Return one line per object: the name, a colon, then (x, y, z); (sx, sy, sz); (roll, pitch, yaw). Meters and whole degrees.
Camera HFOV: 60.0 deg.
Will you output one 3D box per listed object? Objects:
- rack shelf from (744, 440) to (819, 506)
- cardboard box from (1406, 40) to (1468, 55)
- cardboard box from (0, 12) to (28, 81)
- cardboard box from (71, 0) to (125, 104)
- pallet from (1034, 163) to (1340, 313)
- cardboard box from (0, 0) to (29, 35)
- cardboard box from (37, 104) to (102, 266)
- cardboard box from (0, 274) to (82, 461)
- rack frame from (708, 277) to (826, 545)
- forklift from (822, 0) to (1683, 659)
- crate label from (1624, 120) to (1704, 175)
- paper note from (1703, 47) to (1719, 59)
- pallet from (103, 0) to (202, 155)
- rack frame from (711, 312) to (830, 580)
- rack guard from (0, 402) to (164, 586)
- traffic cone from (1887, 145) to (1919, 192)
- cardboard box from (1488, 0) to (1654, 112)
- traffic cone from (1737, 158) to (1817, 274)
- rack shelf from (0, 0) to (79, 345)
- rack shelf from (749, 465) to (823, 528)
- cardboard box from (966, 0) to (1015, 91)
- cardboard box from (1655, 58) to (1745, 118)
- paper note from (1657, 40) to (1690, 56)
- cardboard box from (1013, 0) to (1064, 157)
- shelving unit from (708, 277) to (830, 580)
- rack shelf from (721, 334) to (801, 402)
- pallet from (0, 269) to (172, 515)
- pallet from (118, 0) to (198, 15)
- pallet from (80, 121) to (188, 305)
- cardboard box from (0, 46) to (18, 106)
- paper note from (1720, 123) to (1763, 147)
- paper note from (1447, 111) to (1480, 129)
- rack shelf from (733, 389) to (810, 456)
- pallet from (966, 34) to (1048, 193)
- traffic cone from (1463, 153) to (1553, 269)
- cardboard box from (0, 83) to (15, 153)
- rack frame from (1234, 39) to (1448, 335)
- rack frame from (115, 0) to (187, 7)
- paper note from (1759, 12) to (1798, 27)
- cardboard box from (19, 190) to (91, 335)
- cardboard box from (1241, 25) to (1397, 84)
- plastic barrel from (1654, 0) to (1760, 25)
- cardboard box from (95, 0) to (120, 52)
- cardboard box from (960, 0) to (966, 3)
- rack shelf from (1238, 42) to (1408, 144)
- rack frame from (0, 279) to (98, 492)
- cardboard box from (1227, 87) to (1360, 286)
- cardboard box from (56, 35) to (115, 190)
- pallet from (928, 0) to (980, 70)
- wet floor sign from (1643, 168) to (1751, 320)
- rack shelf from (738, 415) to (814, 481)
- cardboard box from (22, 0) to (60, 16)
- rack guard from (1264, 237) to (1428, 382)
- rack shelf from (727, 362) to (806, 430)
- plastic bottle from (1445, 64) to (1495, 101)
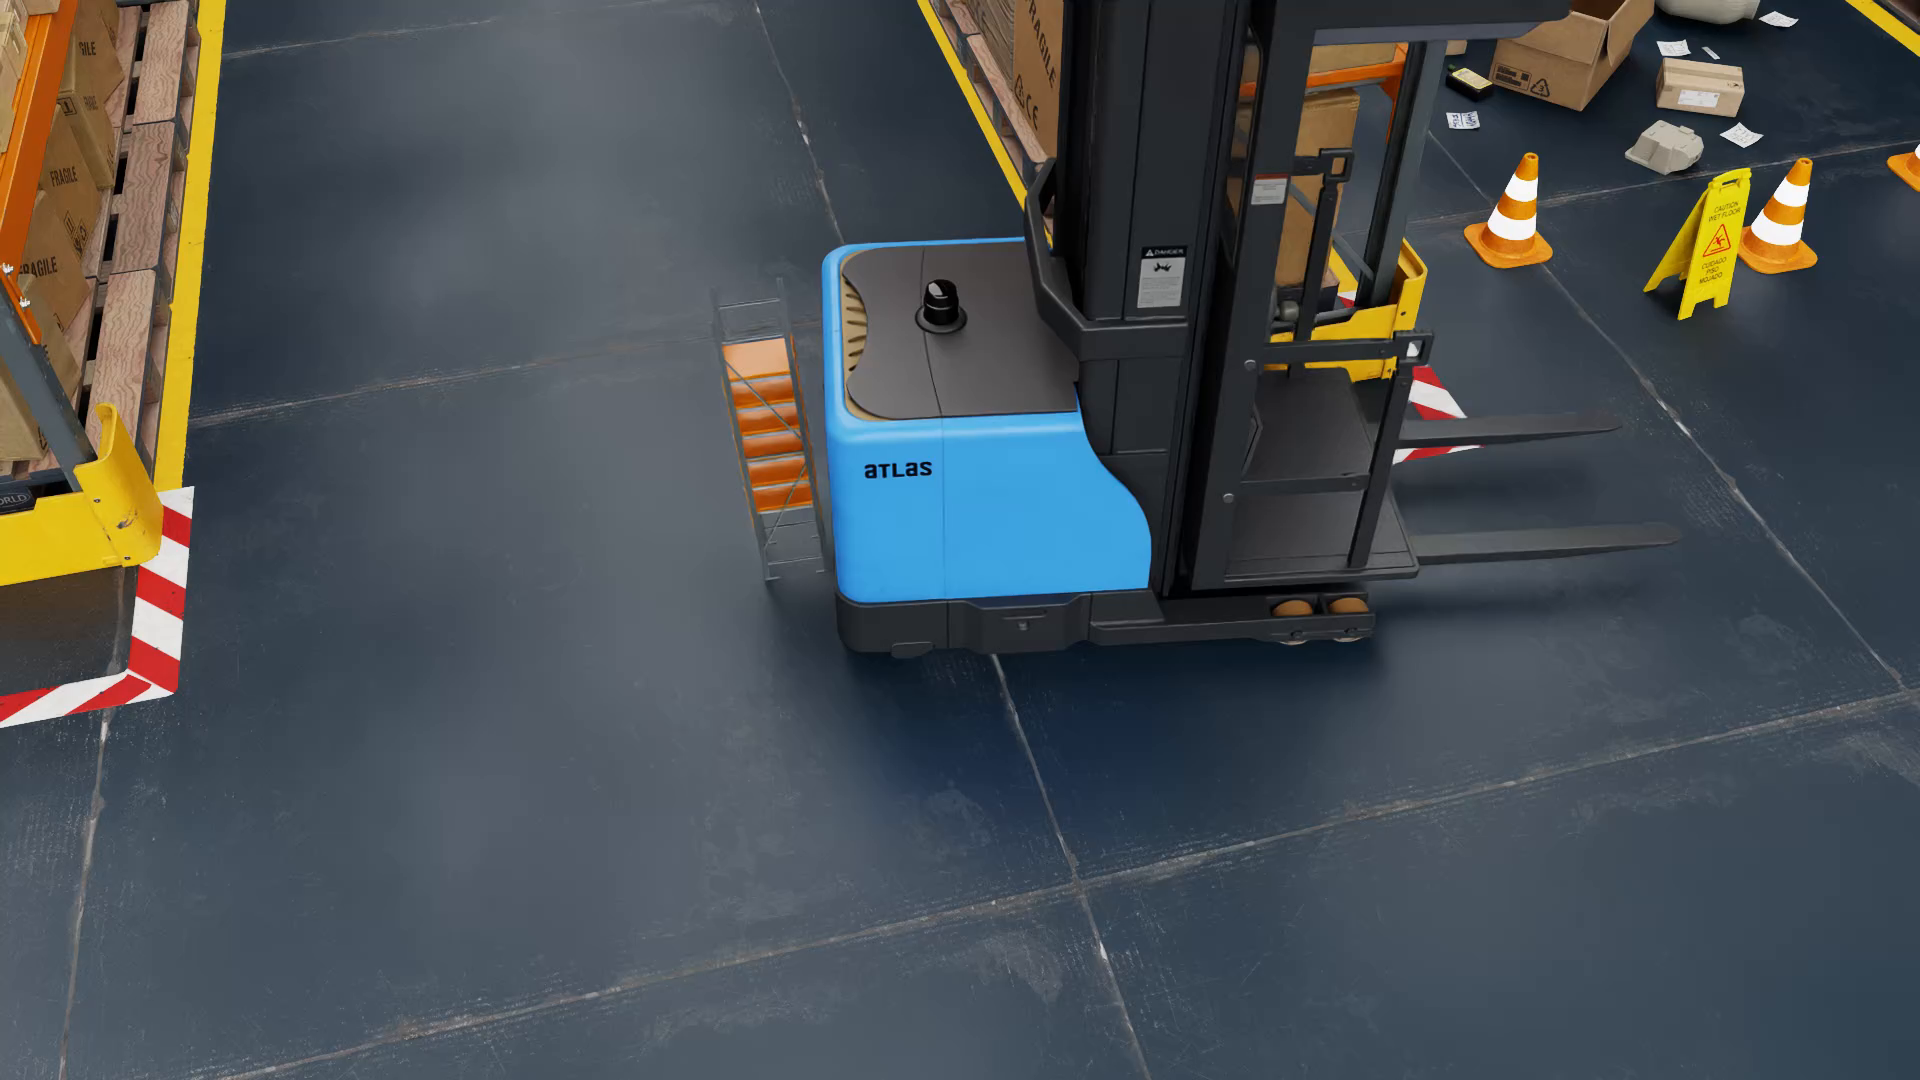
rack shelf: (-0.635, -0.237, 5.861); (0.258, 0.103, 0.180); (-8, 46, -3)
cardboard box: (2.452, -2.724, 8.734); (0.396, 0.266, 0.258); (-3, 46, -3)
cardboard box: (-3.644, -1.779, 6.069); (0.380, 0.149, 0.250); (-11, 47, -10)
cardboard box: (-4.372, -2.289, 7.849); (0.500, 0.500, 0.500); (3, 46, 2)
pallet: (0.975, -1.331, 7.407); (1.003, 0.211, 1.213); (-11, 47, -10)
cardboard box: (-3.734, -1.947, 6.233); (0.380, 0.149, 0.250); (-11, 47, -10)
cardboard box: (-4.037, -1.481, 7.057); (0.500, 0.500, 0.500); (-7, 46, -7)
cardboard box: (-3.709, -0.639, 6.232); (0.500, 0.500, 0.500); (-3, 46, -3)
rack frame: (-0.658, -0.416, 5.807); (0.240, 1.200, 0.006); (-8, 46, -3)
forklift: (1.052, -1.032, 5.209); (3.031, 2.935, 1.130); (-3, 46, -3)
crate label: (3.410, -1.897, 8.013); (0.250, 0.136, 0.298); (-35, 55, -30)
paper note: (3.955, -2.565, 8.756); (0.032, 0.001, 0.123); (-11, 47, -10)
pallet: (-4.383, -2.261, 8.318); (1.003, 0.211, 1.213); (-11, 47, -10)
rack frame: (-0.632, -0.286, 5.680); (0.240, 1.200, 0.006); (-8, 46, -3)
rack guard: (-3.585, -0.110, 6.008); (1.175, 0.500, 0.348); (-11, 47, -10)
traffic cone: (4.657, -1.917, 7.805); (0.336, 0.463, 0.334); (-11, 47, -10)
cardboard box: (3.117, -2.620, 8.466); (0.637, 0.503, 0.797); (27, 51, 24)
traffic cone: (3.671, -1.480, 7.376); (0.336, 0.463, 0.334); (-11, 47, -10)
rack shelf: (-4.077, -2.061, 6.674); (1.077, 0.370, 4.000); (-11, 47, -10)
rack shelf: (-0.628, -0.154, 5.947); (0.258, 0.103, 0.180); (-8, 46, -3)
cardboard box: (0.559, -2.866, 8.152); (0.875, 0.875, 0.875); (-10, 46, -10)
cardboard box: (3.726, -2.282, 8.382); (0.380, 0.149, 0.250); (11, 47, 11)
paper note: (3.776, -2.604, 8.788); (0.148, 0.019, 0.142); (4, 46, 4)
cardboard box: (0.790, -2.236, 7.535); (0.875, 0.875, 0.875); (-11, 47, -11)
shelving unit: (-0.645, -0.351, 5.743); (0.258, 1.200, 0.189); (-8, 46, -3)
rack shelf: (-0.664, -0.570, 5.517); (0.258, 0.103, 0.180); (-8, 46, -3)
pallet: (-3.759, -0.576, 6.667); (1.003, 0.211, 1.213); (-11, 47, -10)
pallet: (-4.790, -3.255, 9.292); (1.003, 0.211, 1.213); (-11, 47, -10)
pallet: (-4.067, -1.417, 7.491); (1.003, 0.211, 1.213); (-11, 47, -10)
cardboard box: (-3.587, -1.605, 5.899); (0.380, 0.149, 0.250); (-11, 47, -10)
paper note: (3.848, -1.994, 8.183); (0.148, 0.019, 0.142); (-26, 51, -24)
paper note: (2.506, -2.094, 8.282); (0.144, 0.017, 0.142); (4, 46, 4)
rack shelf: (-0.649, -0.403, 5.689); (0.258, 0.103, 0.180); (-8, 46, -3)
pallet: (0.666, -2.172, 8.231); (1.003, 0.211, 1.213); (-11, 47, -10)
traffic cone: (2.492, -1.508, 7.404); (0.336, 0.463, 0.334); (-11, 47, -10)
cardboard box: (-3.503, -1.436, 5.733); (0.380, 0.149, 0.250); (-11, 47, -10)
rack frame: (1.255, -1.770, 5.884); (1.000, 3.000, 0.127); (-11, 47, -10)
rack frame: (-4.590, -3.694, 7.770); (1.000, 3.000, 0.127); (-11, 47, -10)
paper note: (4.428, -2.817, 8.989); (0.142, 0.019, 0.148); (-26, 51, -24)
cardboard box: (-3.895, -1.045, 6.630); (0.500, 0.500, 0.500); (0, 46, 0)
cardboard box: (1.116, -2.070, 6.073); (0.875, 0.550, 0.550); (-11, 47, -10)
plastic barrel: (4.022, -2.992, 8.886); (0.512, 0.421, 0.421); (19, 48, 17)
cardboard box: (-4.526, -2.683, 8.235); (0.500, 0.500, 0.500); (-12, 47, -12)
cardboard box: (0.324, -3.487, 8.761); (0.875, 0.875, 0.875); (-10, 46, -10)
rack shelf: (0.743, -2.899, 7.494); (1.077, 0.370, 4.000); (-11, 47, -10)
rack frame: (-3.565, -0.932, 5.064); (1.000, 3.000, 0.127); (-11, 47, -10)
cardboard box: (1.018, -1.629, 6.940); (0.875, 0.875, 0.875); (-10, 47, -10)
cardboard box: (-4.137, -1.874, 7.443); (0.500, 0.500, 0.500); (-15, 47, -14)
pallet: (0.350, -3.016, 9.058); (1.003, 0.211, 1.213); (-11, 47, -10)
wet floor sign: (3.177, -1.288, 7.060); (0.267, 0.644, 0.232); (-18, 48, -17)
rack shelf: (-0.642, -0.320, 5.775); (0.258, 0.103, 0.180); (-8, 46, -3)
cardboard box: (-3.698, -2.138, 6.421); (0.380, 0.149, 0.250); (-11, 47, -10)
rack guard: (1.261, -0.878, 6.760); (1.175, 0.500, 0.348); (-11, 47, -10)
rack shelf: (-0.656, -0.487, 5.603); (0.258, 0.103, 0.180); (-8, 46, -3)
plastic bottle: (2.585, -2.348, 8.508); (0.133, 0.061, 0.283); (-26, 51, -24)
